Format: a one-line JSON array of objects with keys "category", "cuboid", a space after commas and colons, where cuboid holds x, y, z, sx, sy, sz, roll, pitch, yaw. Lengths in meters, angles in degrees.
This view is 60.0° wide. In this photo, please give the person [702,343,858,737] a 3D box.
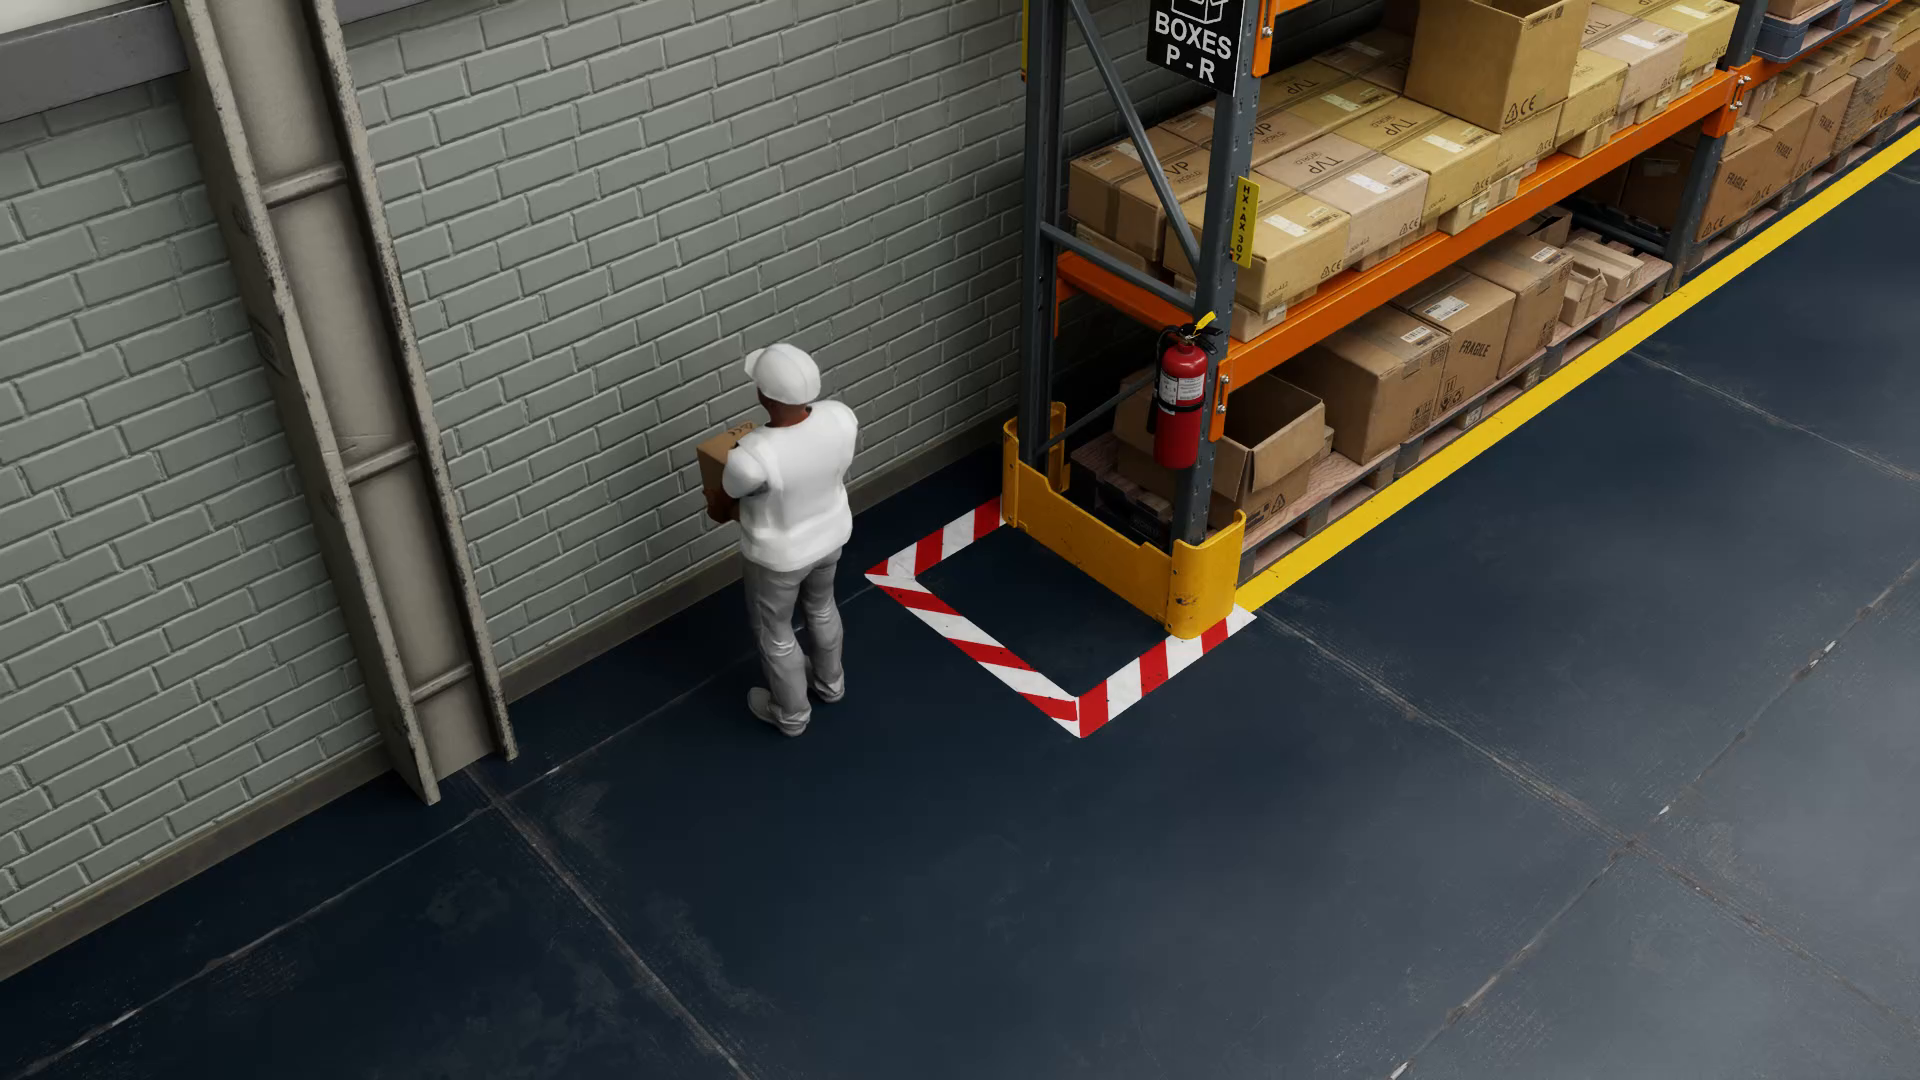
[{"category": "person", "cuboid": [-0.684, -0.041, 6.191, 0.503, 1.760, 0.587, -29, 48, -31]}]
